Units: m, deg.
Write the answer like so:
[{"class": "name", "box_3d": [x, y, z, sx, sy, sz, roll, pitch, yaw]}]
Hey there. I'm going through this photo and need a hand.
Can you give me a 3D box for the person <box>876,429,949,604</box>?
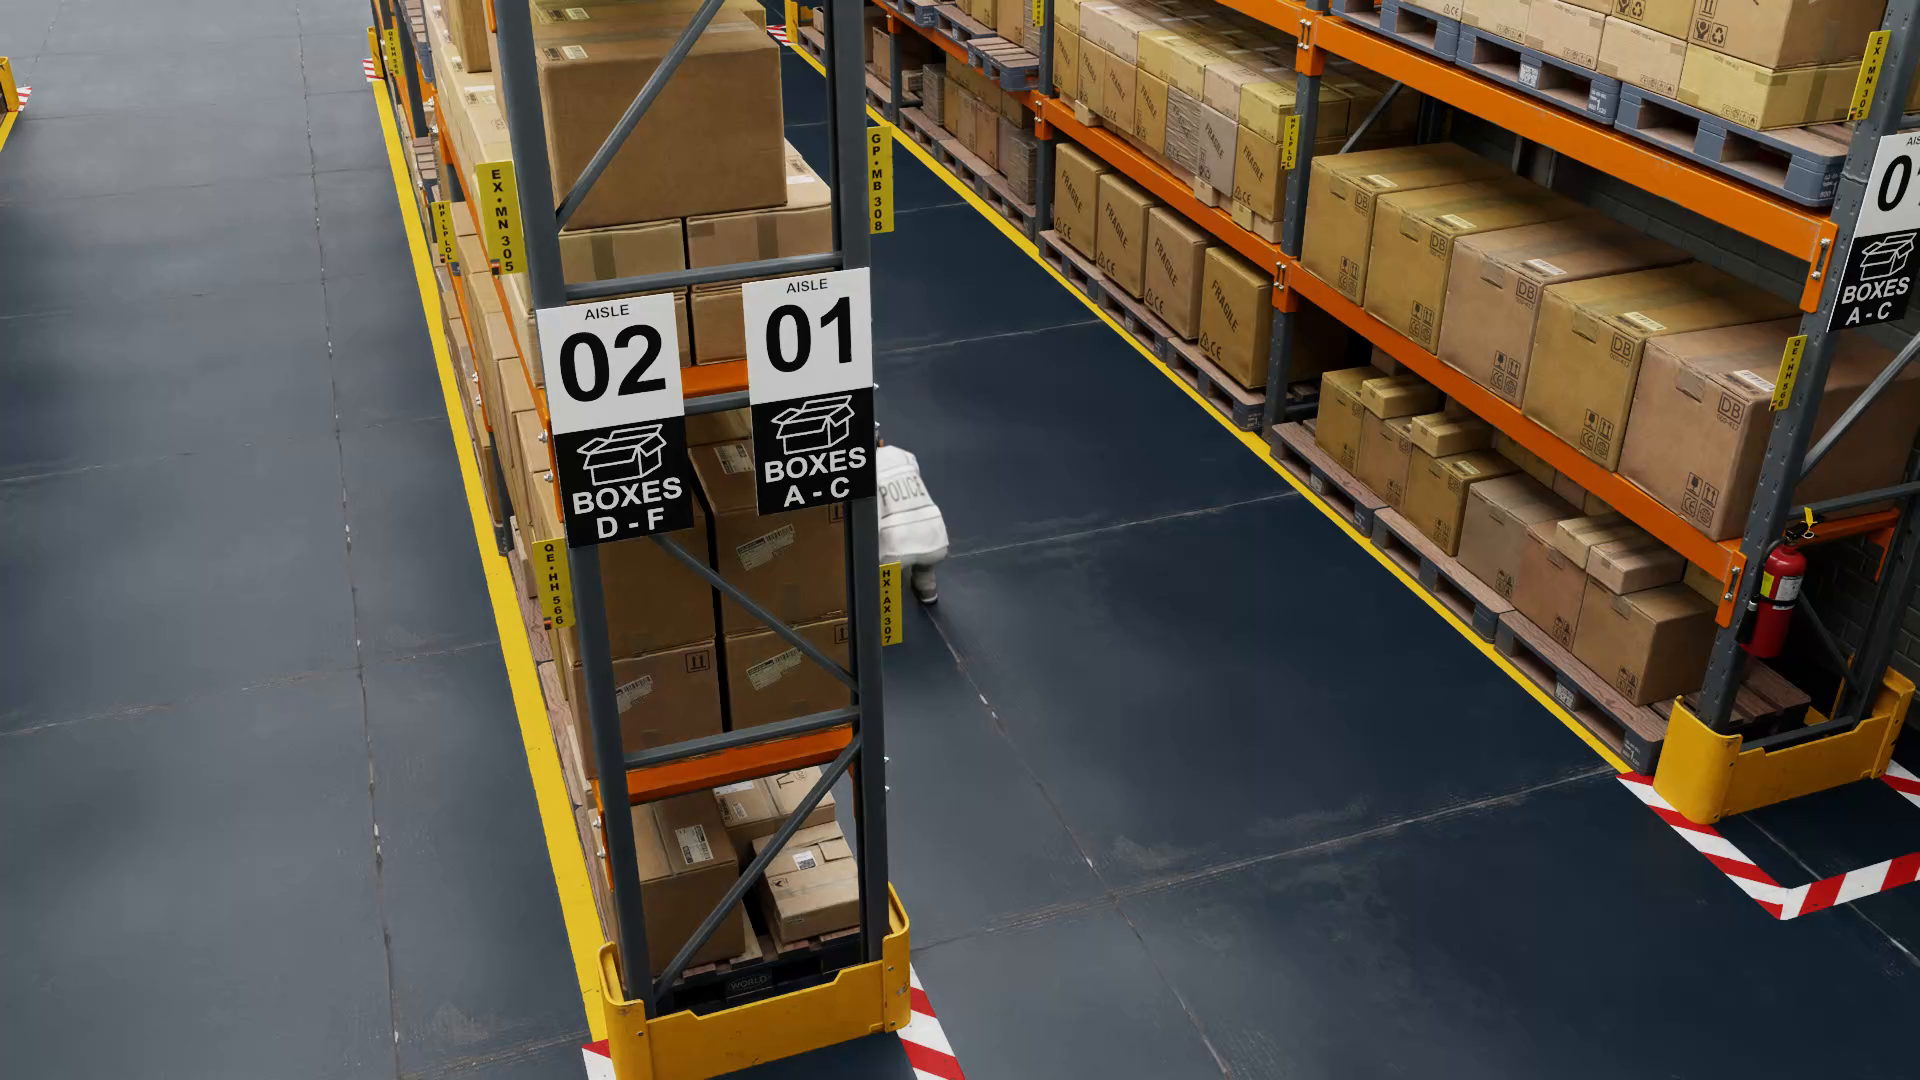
[{"class": "person", "box_3d": [-0.389, -0.140, 9.310, 0.505, 0.951, 0.867, -11, 32, -19]}]
